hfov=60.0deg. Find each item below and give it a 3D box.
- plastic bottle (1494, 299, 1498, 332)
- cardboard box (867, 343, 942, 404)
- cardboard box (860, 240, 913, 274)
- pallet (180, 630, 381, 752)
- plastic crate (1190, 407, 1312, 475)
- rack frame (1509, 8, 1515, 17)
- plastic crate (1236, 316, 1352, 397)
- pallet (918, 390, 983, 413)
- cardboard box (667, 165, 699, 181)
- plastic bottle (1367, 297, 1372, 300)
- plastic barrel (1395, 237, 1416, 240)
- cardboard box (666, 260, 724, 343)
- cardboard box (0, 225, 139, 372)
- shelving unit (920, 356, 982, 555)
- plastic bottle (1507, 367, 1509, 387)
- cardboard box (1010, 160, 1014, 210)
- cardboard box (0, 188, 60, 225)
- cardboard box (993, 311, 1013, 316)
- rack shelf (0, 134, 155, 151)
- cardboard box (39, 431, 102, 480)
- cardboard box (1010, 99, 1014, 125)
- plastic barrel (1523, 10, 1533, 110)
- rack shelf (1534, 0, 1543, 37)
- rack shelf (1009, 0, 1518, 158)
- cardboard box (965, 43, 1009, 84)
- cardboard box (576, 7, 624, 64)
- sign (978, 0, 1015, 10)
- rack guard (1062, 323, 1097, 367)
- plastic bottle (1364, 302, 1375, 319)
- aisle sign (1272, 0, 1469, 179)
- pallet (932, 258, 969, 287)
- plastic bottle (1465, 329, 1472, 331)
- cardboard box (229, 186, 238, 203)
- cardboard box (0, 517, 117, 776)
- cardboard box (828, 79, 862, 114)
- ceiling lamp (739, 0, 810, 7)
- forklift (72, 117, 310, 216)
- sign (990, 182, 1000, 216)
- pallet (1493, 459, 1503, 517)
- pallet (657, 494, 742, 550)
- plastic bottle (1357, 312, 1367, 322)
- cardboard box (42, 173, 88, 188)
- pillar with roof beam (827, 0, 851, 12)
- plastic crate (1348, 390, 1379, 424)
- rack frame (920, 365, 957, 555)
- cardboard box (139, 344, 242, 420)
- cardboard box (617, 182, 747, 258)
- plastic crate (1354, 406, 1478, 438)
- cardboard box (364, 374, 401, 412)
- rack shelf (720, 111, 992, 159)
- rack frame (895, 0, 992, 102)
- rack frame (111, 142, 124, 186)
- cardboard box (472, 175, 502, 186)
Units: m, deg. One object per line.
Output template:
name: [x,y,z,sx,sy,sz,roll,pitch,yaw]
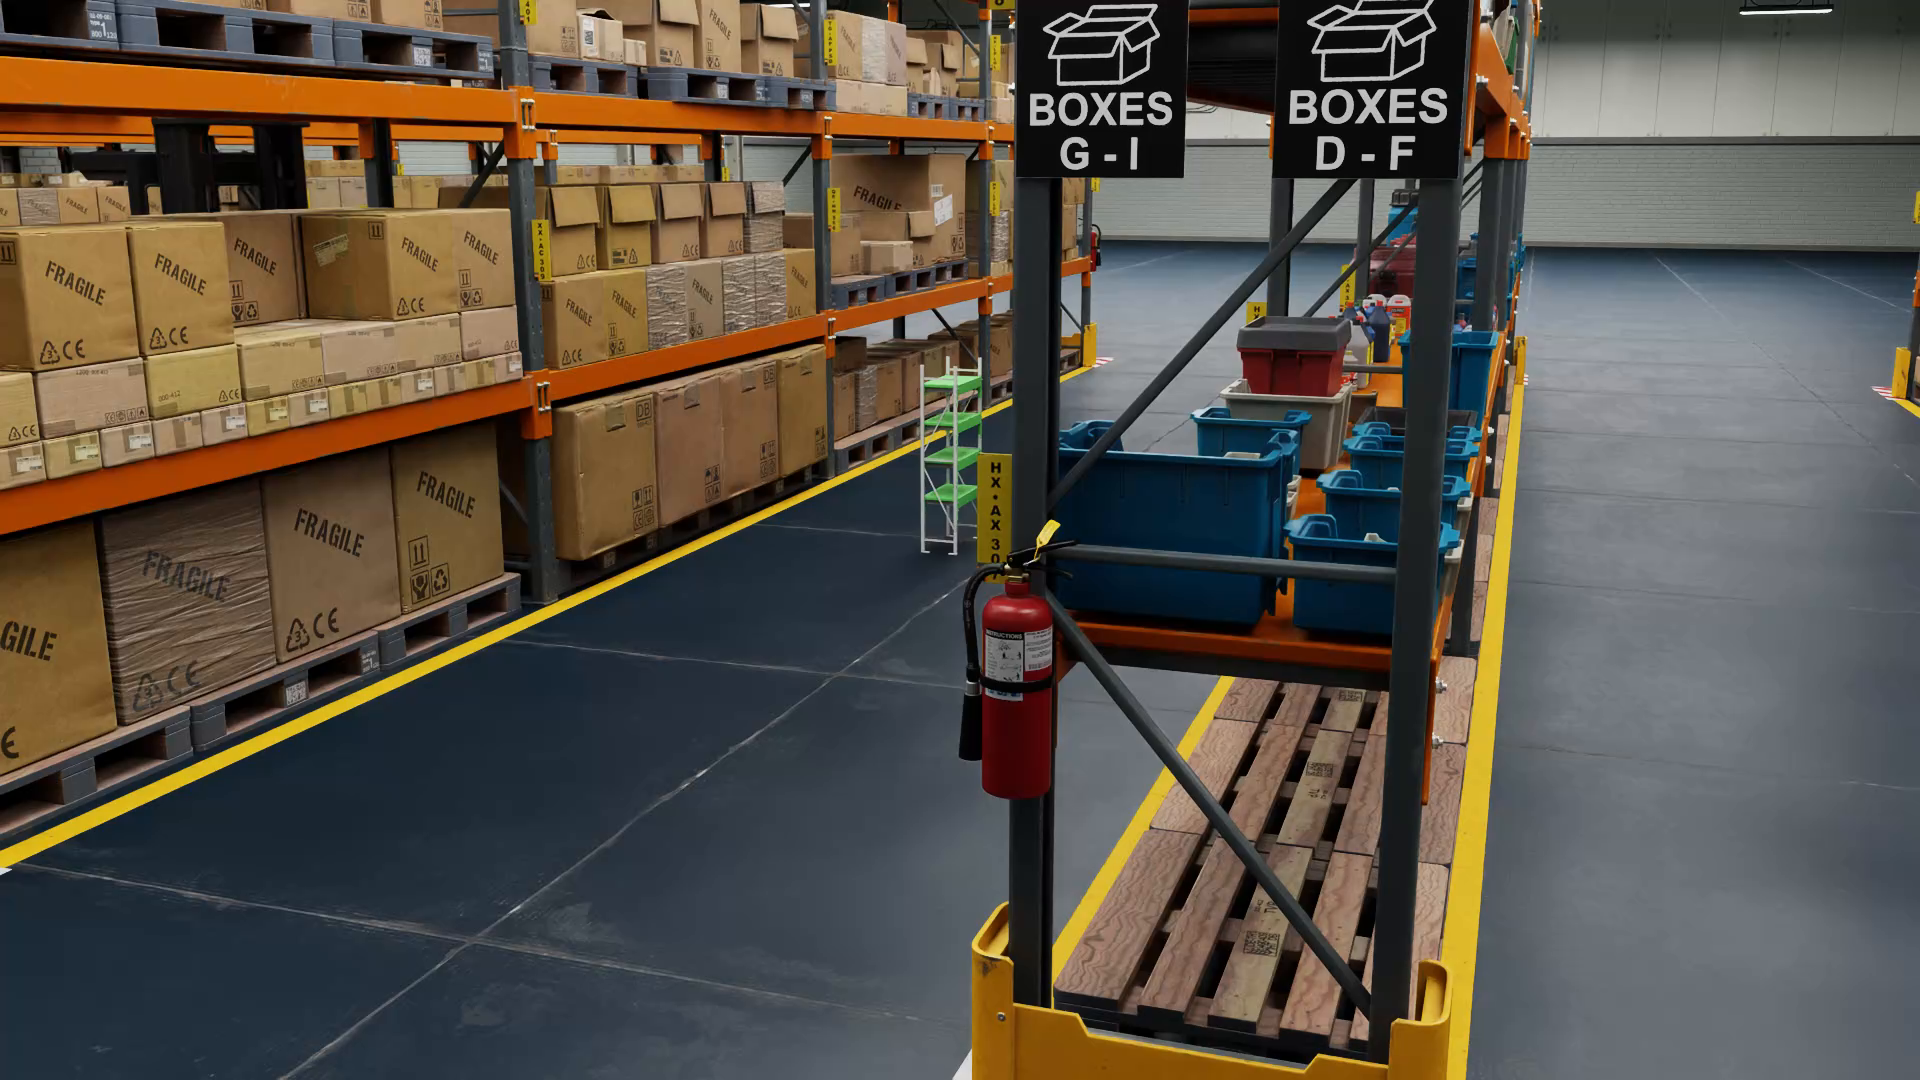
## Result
plastic bottle: [3.403,-1.399,10.639,0.061,0.283,0.133,4,14,18]
cardboard box: [-0.579,-1.588,15.835,0.700,0.500,0.500,4,14,18]
cardboard box: [-0.722,-2.445,14.353,0.500,0.250,0.500,4,13,17]
pallet: [-3.489,0.637,7.724,1.003,0.211,1.213,4,14,18]
plastic crate: [1.038,-0.335,5.954,0.416,0.233,0.300,4,14,18]
rack frame: [1.911,-3.703,6.989,1.000,3.000,0.127,4,14,18]
plastic crate: [1.385,-0.669,6.899,0.402,0.464,0.583,4,14,18]
pallet: [-0.438,-1.296,16.191,1.003,0.211,1.213,4,14,18]
cardboard box: [-3.801,-4.442,20.944,0.875,0.550,0.550,4,14,18]
plastic bottle: [2.696,-1.467,10.966,0.097,0.271,0.097,0,13,0]
plastic barrel: [3.745,-2.189,13.532,0.433,0.535,0.433,0,13,0]
cardboard box: [-1.904,-1.583,10.958,0.500,0.500,0.500,5,14,19]
cardboard box: [-3.497,-0.917,6.248,0.500,0.500,0.500,4,13,17]
shelving unit: [-0.054,-0.550,10.702,0.258,1.200,0.503,4,14,18]
plastic bottle: [5.412,-1.694,16.634,0.144,0.351,0.185,5,14,21]
cardboard box: [0.359,-3.682,17.240,0.500,0.500,0.500,4,14,18]
cardboard box: [-9.997,-3.494,17.720,0.500,0.500,0.500,4,13,16]
cardboard box: [0.728,-2.389,19.388,0.500,0.500,0.500,9,15,33]
rack shelf: [-10.211,-4.223,17.627,1.077,0.370,4.000,4,14,18]
cardboard box: [-3.479,-0.329,6.254,0.380,0.149,0.250,4,13,17]
cardboard box: [0.367,-4.397,17.106,0.500,0.250,0.500,4,14,18]
plastic barrel: [3.888,-3.587,12.258,0.600,0.830,0.708,4,14,18]
rack shelf: [5.146,-5.263,16.339,1.077,0.370,4.000,4,14,18]
rack shelf: [1.264,-1.469,5.558,1.077,0.370,4.000,4,14,18]
cardboard box: [0.371,-5.268,18.571,0.500,0.500,0.500,4,14,18]
cardboard box: [-2.336,-2.983,9.832,0.500,0.311,0.500,4,13,16]
sign: [0.091,-1.384,3.803,0.100,0.325,0.005,4,14,18]
rack guard: [1.082,-2.427,20.497,1.175,0.500,0.348,4,14,18]
plastic bottle: [2.604,-1.366,10.520,0.097,0.271,0.097,0,13,0]
aisle sign: [0.874,-1.167,3.518,0.394,0.787,0.004,4,14,18]
pallet: [-0.572,-2.575,15.961,1.003,0.211,1.213,4,14,18]
plastic bottle: [2.721,-0.983,8.832,0.152,0.276,0.135,4,14,18]
cardboard box: [-9.031,-4.397,20.372,0.700,0.500,0.500,4,14,19]
cardboard box: [-3.939,0.398,6.335,0.875,0.875,0.875,4,14,18]
cardboard box: [-1.089,-3.447,12.945,0.500,0.250,0.500,5,14,19]
ceiling lamp: [-4.043,-13.663,37.510,2.000,3.185,0.800,4,14,18]
forklift: [-5.190,-1.591,11.373,3.031,2.935,1.130,9,15,33]
sign: [0.339,-3.345,16.299,0.100,0.325,0.005,4,14,18]
pallet: [3.492,-0.421,12.360,1.003,0.211,1.213,4,14,18]
pallet: [-2.204,-0.201,11.394,1.003,0.211,1.213,4,14,18]
plastic bottle: [2.310,-1.200,9.784,0.152,0.276,0.135,4,14,18]
cardboard box: [-9.777,-3.929,18.165,0.380,0.149,0.250,4,13,16]
pillar with roof beam: [-0.266,-13.581,50.269,9.100,9.000,0.548,4,14,18]
plastic crate: [1.625,-0.591,7.295,0.396,0.136,0.243,4,14,18]
rack frame: [-0.133,-0.499,10.477,0.240,1.200,0.015,4,14,18]
cardboard box: [-3.331,-0.662,6.815,0.500,0.250,0.500,4,13,17]
cardboard box: [-1.947,-2.225,11.517,0.797,0.503,0.637,5,14,20]
plastic crate: [1.803,-0.418,6.564,0.437,0.125,0.590,4,14,18]
cardboard box: [-2.897,-0.708,7.913,0.380,0.149,0.250,5,14,19]
rack shelf: [-0.834,-3.510,14.501,1.077,0.370,4.000,4,14,18]
rack frame: [-0.187,-5.744,15.932,1.000,3.000,0.127,4,14,18]
rack frame: [-9.564,-3.533,19.725,1.000,3.000,0.127,4,14,18]
cardboard box: [-5.167,-3.521,17.200,0.700,0.500,0.500,4,13,17]
